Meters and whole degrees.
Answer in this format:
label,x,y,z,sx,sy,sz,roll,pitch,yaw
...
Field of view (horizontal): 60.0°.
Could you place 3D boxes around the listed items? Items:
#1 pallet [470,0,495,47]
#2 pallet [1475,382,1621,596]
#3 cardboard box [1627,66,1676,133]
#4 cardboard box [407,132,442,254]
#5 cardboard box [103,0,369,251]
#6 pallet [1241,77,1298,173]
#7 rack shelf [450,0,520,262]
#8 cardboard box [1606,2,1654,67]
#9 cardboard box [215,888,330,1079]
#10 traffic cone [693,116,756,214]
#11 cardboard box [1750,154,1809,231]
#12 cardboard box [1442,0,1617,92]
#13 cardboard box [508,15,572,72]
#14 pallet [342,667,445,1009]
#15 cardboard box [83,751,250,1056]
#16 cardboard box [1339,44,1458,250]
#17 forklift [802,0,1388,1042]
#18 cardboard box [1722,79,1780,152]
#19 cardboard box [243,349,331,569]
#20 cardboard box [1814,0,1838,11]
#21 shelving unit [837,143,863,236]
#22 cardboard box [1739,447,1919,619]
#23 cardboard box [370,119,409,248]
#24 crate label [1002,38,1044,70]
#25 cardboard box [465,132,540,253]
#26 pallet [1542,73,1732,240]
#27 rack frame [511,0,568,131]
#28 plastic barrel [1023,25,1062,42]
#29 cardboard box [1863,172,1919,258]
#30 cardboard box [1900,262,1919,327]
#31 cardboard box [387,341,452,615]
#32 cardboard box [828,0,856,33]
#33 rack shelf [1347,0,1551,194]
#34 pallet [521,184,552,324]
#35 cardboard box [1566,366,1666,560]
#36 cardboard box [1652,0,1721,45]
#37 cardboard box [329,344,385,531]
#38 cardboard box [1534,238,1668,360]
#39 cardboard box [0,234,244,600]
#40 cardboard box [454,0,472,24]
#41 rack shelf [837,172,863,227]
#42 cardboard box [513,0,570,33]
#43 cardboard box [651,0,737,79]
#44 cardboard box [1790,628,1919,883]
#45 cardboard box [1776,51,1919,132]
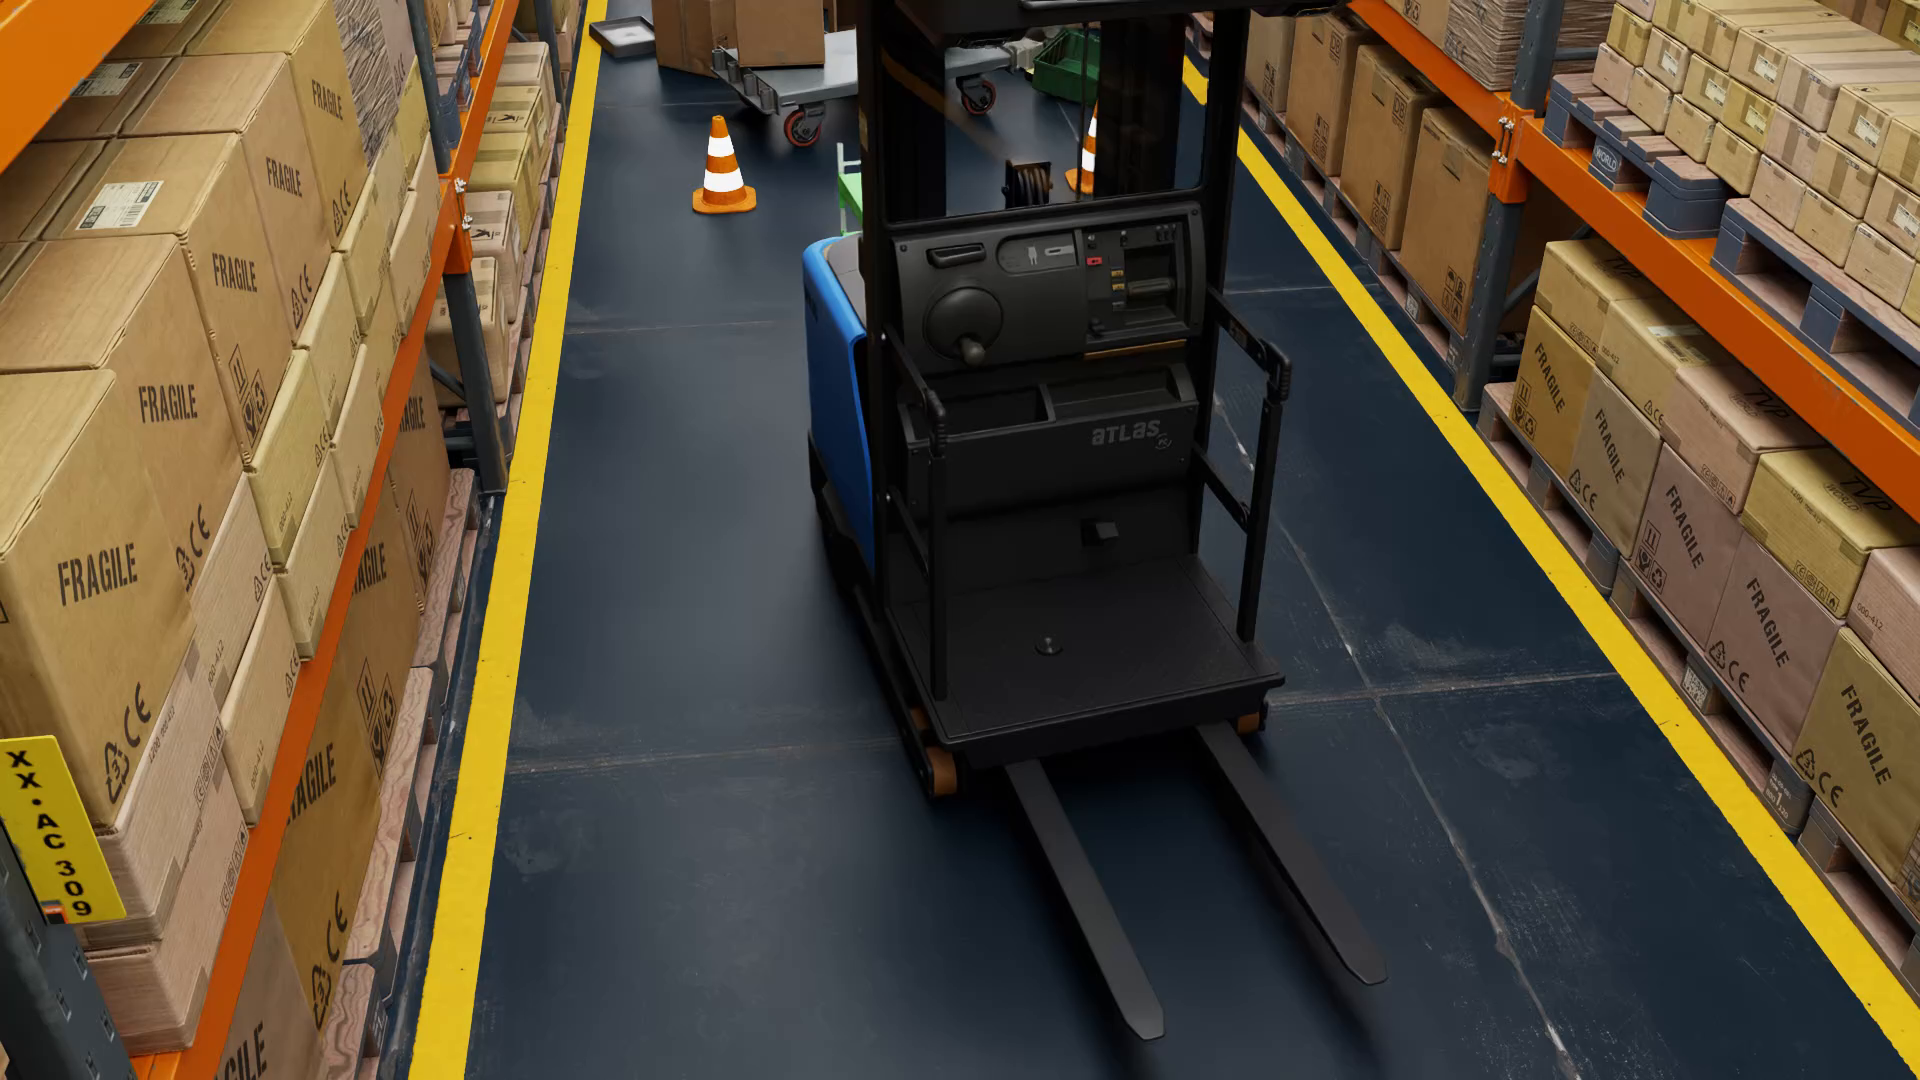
label,x,y,z,sx,sy,sz,roll,pitch,yaw
pallet,-2.586,-2.436,7.331,1.003,0.211,1.213,-4,35,-6
pallet,2.716,-0.256,6.438,1.003,0.211,1.213,-4,35,-6
cardboard box,2.508,-1.500,5.637,0.380,0.149,0.250,-3,34,-4
cardboard box,-1.954,-1.089,5.317,0.500,0.250,0.500,-6,35,-8
cardboard box,-1.813,-1.036,4.130,0.500,0.500,0.500,-4,35,-6
pallet,2.253,-2.500,9.730,1.003,0.211,1.213,-4,35,-6
rack shelf,-2.548,-2.232,7.501,1.077,0.370,4.000,-4,35,-6
cardboard box,2.478,-1.752,5.744,0.380,0.149,0.250,-3,34,-4
cardboard box,-1.904,1.183,3.364,0.875,0.875,0.875,-3,34,-5
traffic cone,-1.263,-2.011,8.790,0.336,0.463,0.334,-4,35,-6
cardboard box,2.621,-1.050,4.978,0.380,0.149,0.250,-3,34,-5
cardboard box,2.286,-2.117,6.604,0.500,0.500,0.500,-4,35,-6
cardboard box,-2.629,-3.032,10.105,0.500,0.250,0.500,-6,35,-9
pallet,-2.087,0.864,4.795,1.003,0.211,1.213,-4,35,-6
cardboard box,-1.539,0.615,2.817,0.500,0.250,0.500,-5,35,-7
cardboard box,2.499,-1.923,8.033,1.050,0.750,0.750,-4,34,-6
forklift,0.334,-0.674,4.637,1.130,2.935,3.031,-10,35,-14
cardboard box,2.590,-1.312,5.097,0.380,0.149,0.250,-4,35,-6
cardboard box,-1.660,-0.165,3.518,0.500,0.250,0.500,-4,34,-6
cardboard box,3.133,-1.921,5.728,0.380,0.149,0.250,-6,35,-8
shelving unit,-0.283,-0.901,6.507,0.258,1.200,0.503,-10,35,-14
cardboard box,2.659,-0.041,4.828,0.500,0.250,0.500,-6,35,-8
cardboard box,-1.890,-1.021,4.774,0.500,0.250,0.500,-5,35,-8
crate label,0.397,-3.146,10.744,0.250,0.136,0.298,27,43,34
cardboard box,-2.549,-1.652,7.971,0.950,0.372,0.625,-3,34,-5
pallet,2.814,-1.376,5.775,1.213,0.211,1.003,-4,35,-6
rack frame,-2.817,-3.645,8.936,1.000,3.000,0.127,-4,35,-6
plastic barrel,0.402,-3.529,11.052,0.512,0.421,0.421,20,39,26
cardboard box,2.693,-0.883,4.469,0.380,0.149,0.250,-3,34,-5
cardboard box,2.722,-0.616,4.340,0.380,0.149,0.250,-3,34,-4
cardboard box,-2.269,-0.317,5.566,0.875,0.875,0.875,-5,35,-7
cardboard box,-0.476,-3.592,10.954,0.797,0.637,0.503,-4,35,-6
rack shelf,2.343,-2.663,8.133,1.077,0.370,4.000,-4,35,-6
pallet,-2.544,-1.376,8.082,1.003,0.211,1.213,-4,35,-6
cardboard box,2.526,-0.291,5.860,0.500,0.500,0.500,-4,34,-6
cardboard box,2.521,-1.738,5.458,0.380,0.149,0.250,-5,35,-8
cardboard box,-1.721,-0.240,4.072,0.500,0.250,0.500,-5,35,-7
cardboard box,2.465,-0.892,6.076,0.500,0.250,0.500,-6,35,-9
cardboard box,-1.611,-0.185,2.881,0.500,0.500,0.500,-5,35,-7
cardboard box,-2.151,-2.150,6.592,0.380,0.149,0.250,-4,34,-6
rack shelf,-0.283,-1.245,6.273,0.258,0.148,0.480,-10,35,-14
cardboard box,-2.629,-3.342,9.894,0.500,0.500,0.500,-3,34,-4
cardboard box,-1.613,-3.315,10.668,0.500,0.500,0.500,20,39,26
cardboard box,2.732,0.567,4.602,0.500,0.500,0.500,-5,35,-8
cardboard box,2.623,-1.302,4.819,0.380,0.149,0.250,-3,34,-4
